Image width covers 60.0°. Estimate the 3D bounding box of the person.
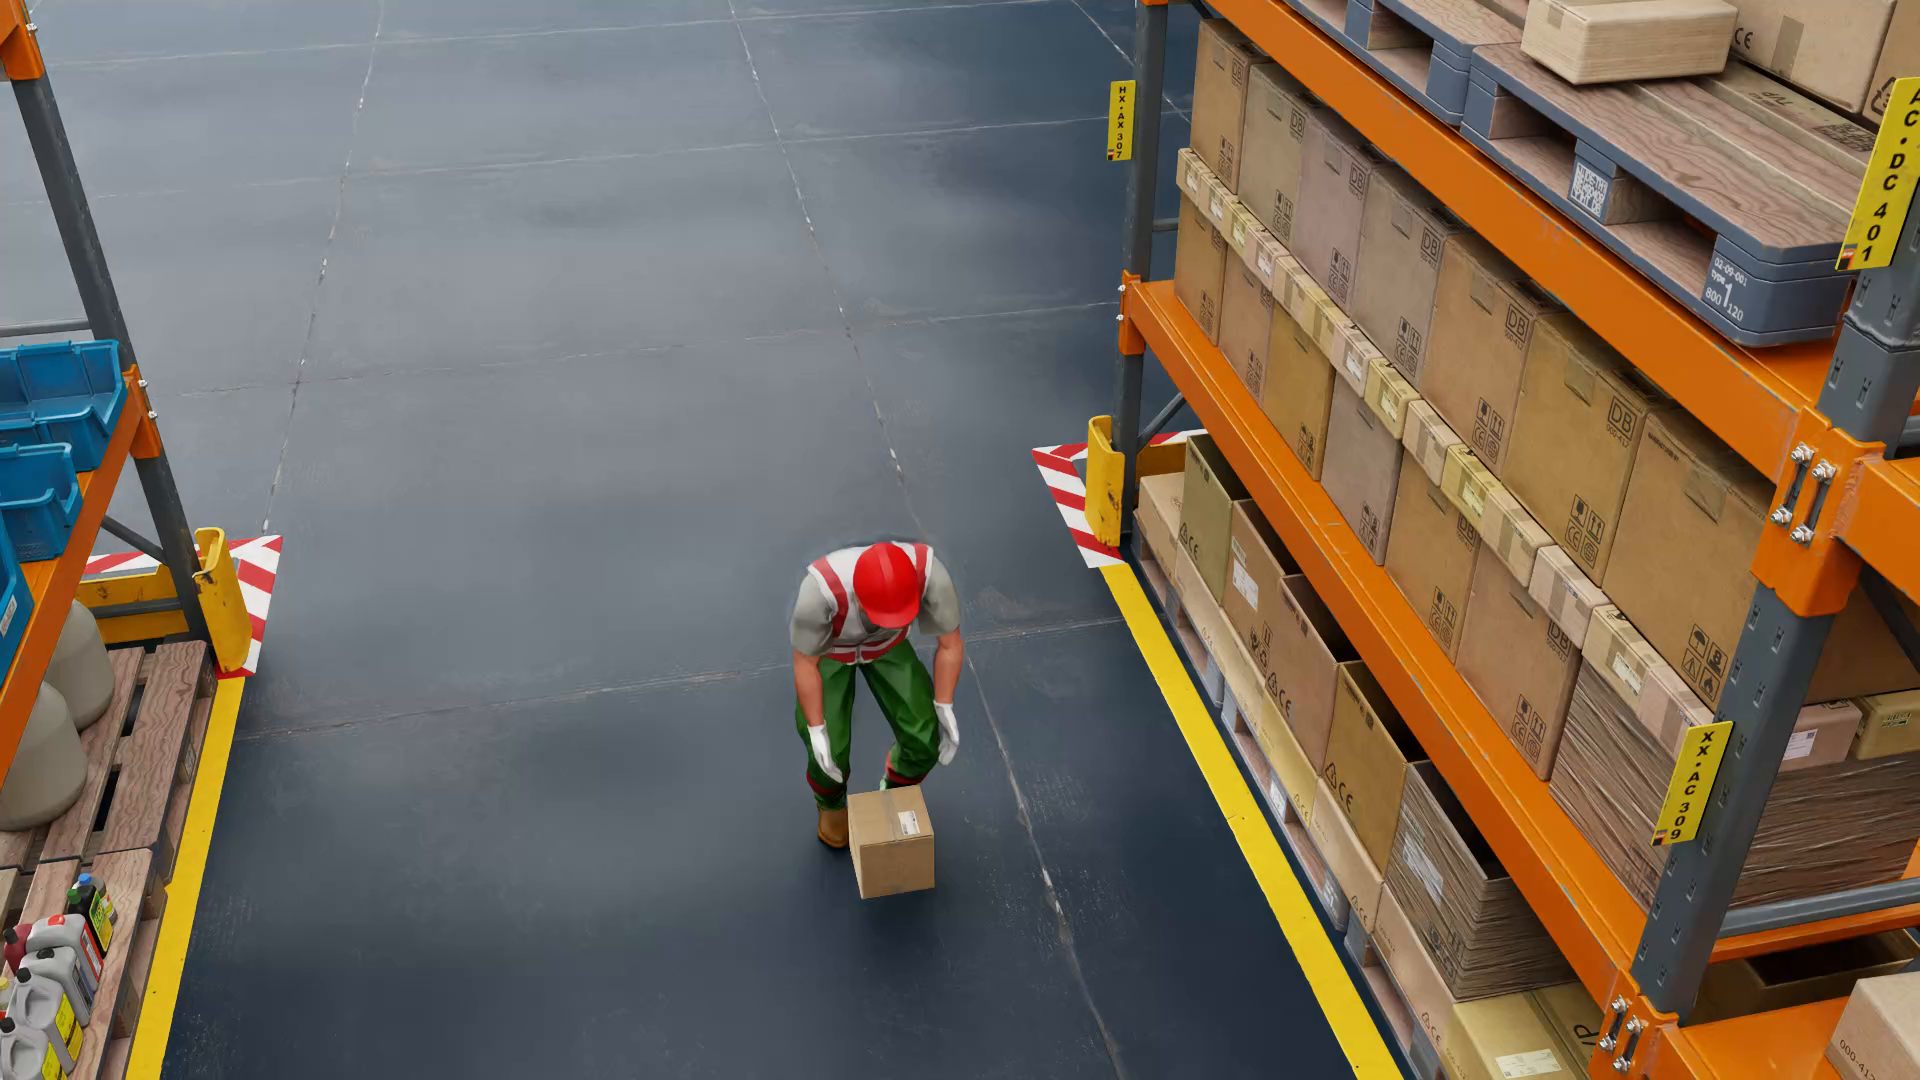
[{"bbox_3d":[-0.291,0.477,5.751,0.584,1.414,0.765,-7,35,-10],"label":"person"}]
